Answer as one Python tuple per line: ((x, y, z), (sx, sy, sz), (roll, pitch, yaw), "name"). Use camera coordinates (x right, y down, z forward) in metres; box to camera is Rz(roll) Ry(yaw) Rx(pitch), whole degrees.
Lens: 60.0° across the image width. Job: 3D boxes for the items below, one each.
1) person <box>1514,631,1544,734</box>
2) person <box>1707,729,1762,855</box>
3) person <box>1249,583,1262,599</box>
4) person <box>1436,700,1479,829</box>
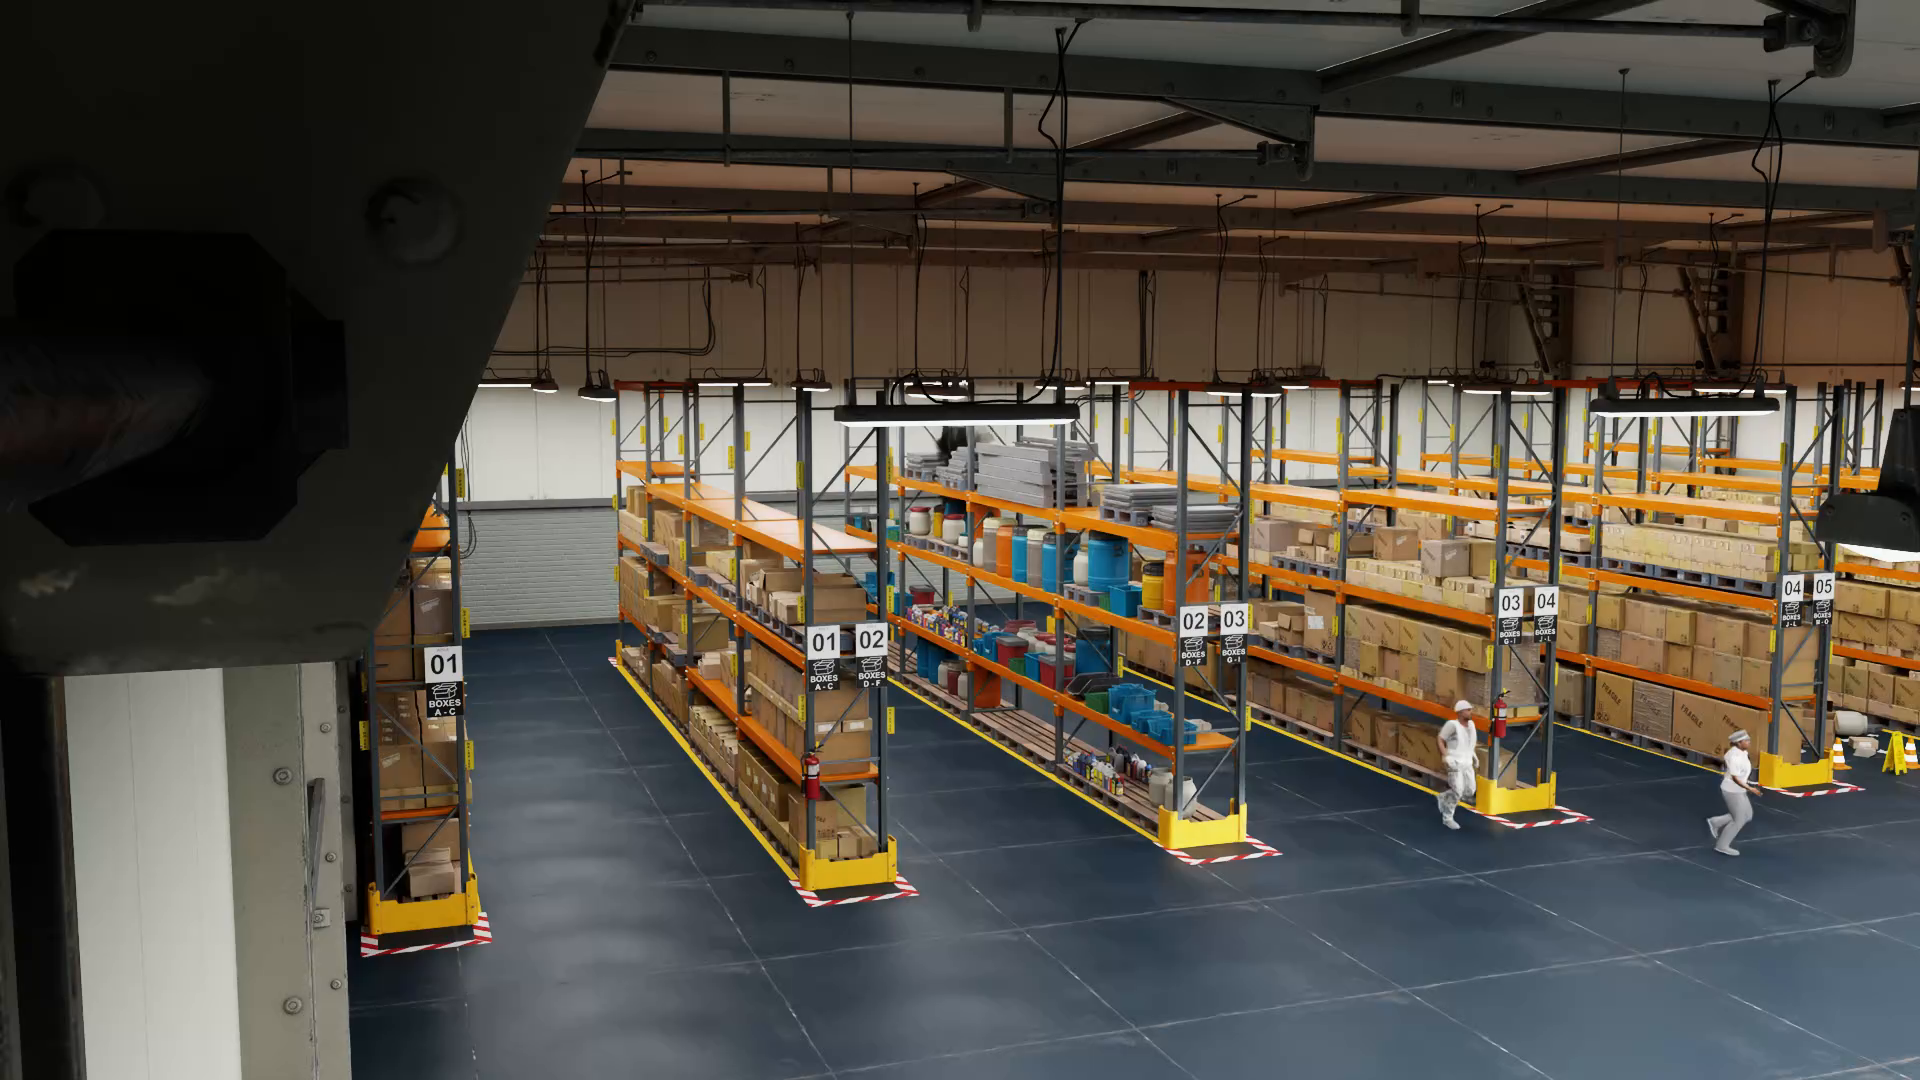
((9.780, 2.455, 28.646), (0.637, 1.763, 0.711), (-2, 6, -20), "person")
((10.044, 3.250, 21.522), (0.610, 1.649, 0.591), (3, 7, 27), "person")
((7.487, 1.166, 41.427), (0.549, 1.603, 0.579), (-3, 7, -24), "person")
((6.849, 3.067, 22.929), (0.734, 1.717, 0.568), (-4, 7, -32), "person")
